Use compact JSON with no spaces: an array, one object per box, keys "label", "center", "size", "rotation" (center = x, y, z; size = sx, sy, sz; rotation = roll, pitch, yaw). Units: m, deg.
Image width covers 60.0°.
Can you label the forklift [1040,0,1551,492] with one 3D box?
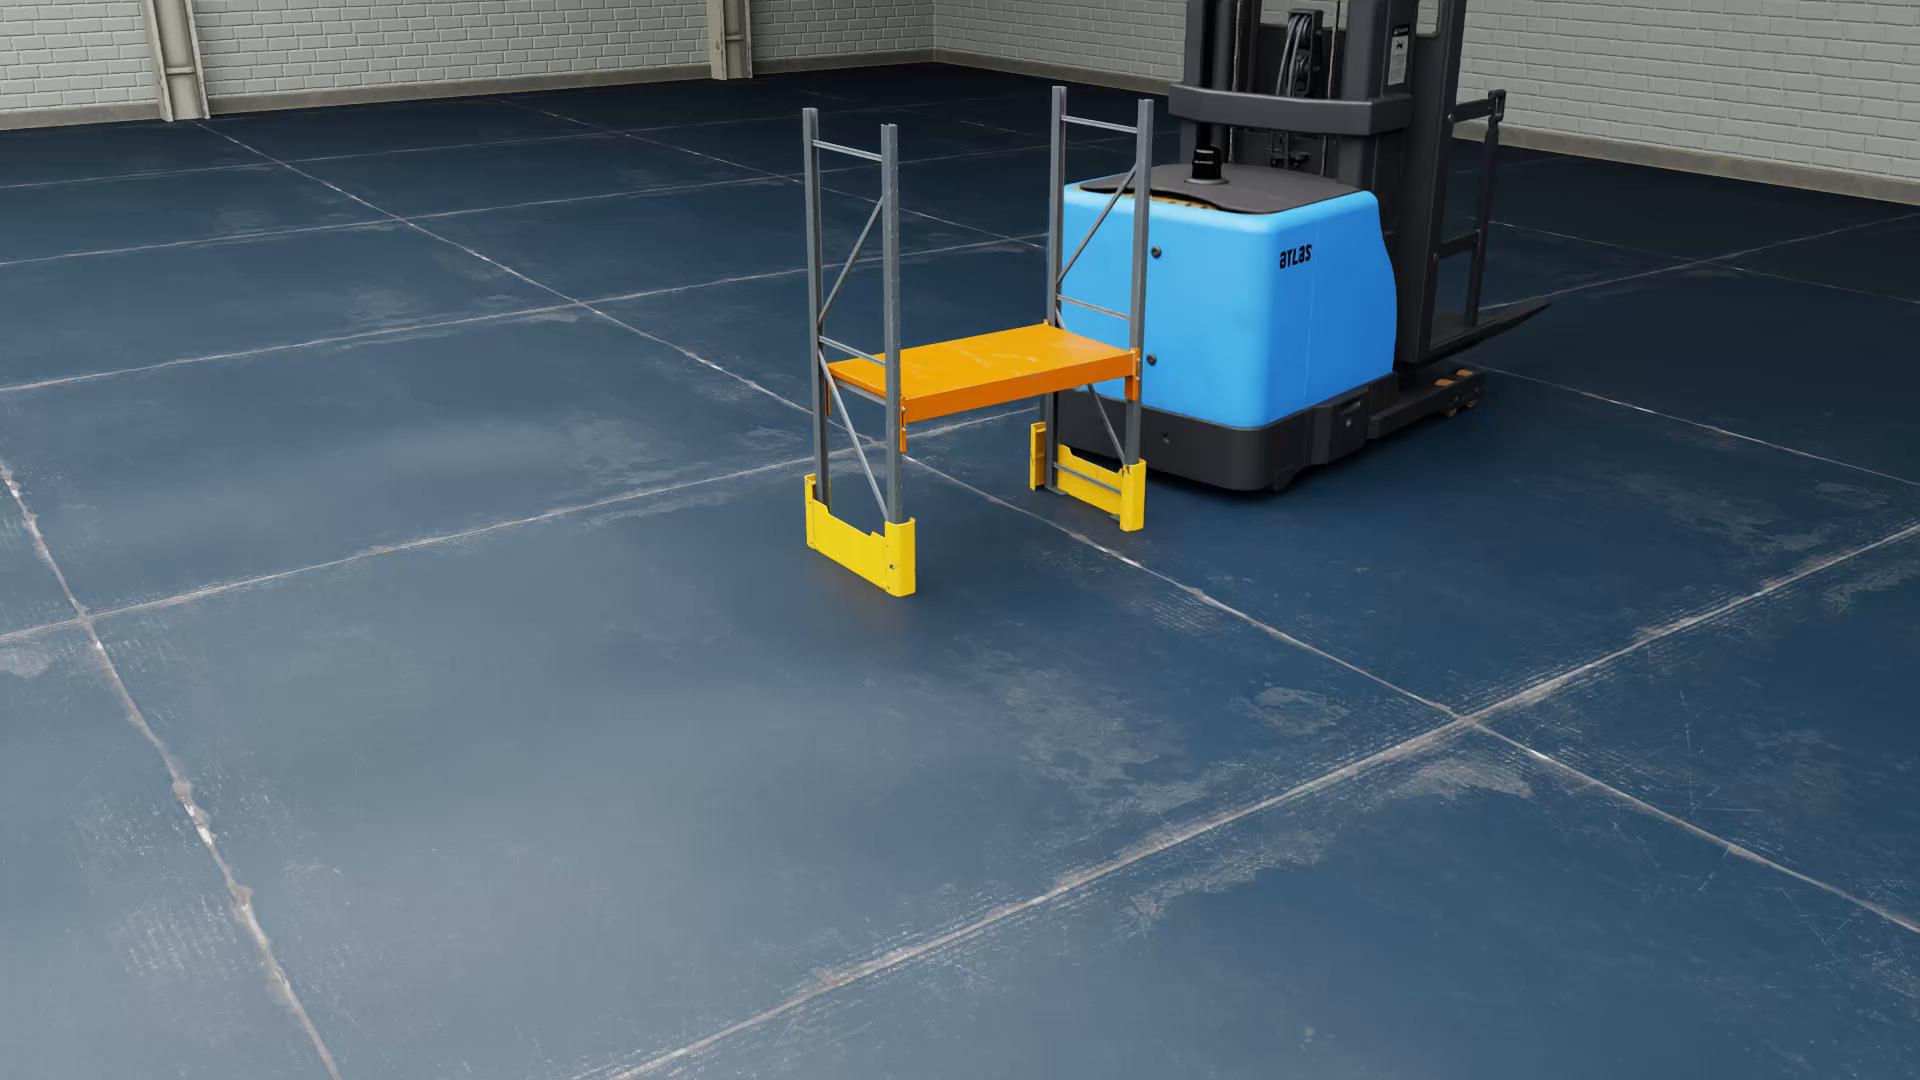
[{"label":"forklift","center":[1.682,-2.007,6.972],"size":[1.130,2.935,3.031],"rotation":[18,28,38]}]

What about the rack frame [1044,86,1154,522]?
[{"label":"rack frame","center":[0.482,-0.825,5.940],"size":[0.032,1.500,0.500],"rotation":[-15,26,-33]}]

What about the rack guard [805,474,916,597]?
[{"label":"rack guard","center":[-0.342,-0.025,5.621],"size":[0.087,0.250,0.587],"rotation":[-15,26,-33]}]

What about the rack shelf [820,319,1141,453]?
[{"label":"rack shelf","center":[0.069,-0.548,5.731],"size":[1.000,0.185,0.538],"rotation":[-15,26,-33]}]

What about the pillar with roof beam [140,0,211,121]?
[{"label":"pillar with roof beam","center":[-5.024,-6.992,11.276],"size":[0.400,9.000,9.100],"rotation":[-15,26,-33]}]

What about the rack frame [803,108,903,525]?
[{"label":"rack frame","center":[-0.343,-0.605,5.389],"size":[0.032,1.500,0.500],"rotation":[-15,26,-33]}]

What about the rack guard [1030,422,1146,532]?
[{"label":"rack guard","center":[0.466,-0.240,6.162],"size":[0.087,0.250,0.587],"rotation":[-15,26,-33]}]

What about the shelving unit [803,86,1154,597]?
[{"label":"shelving unit","center":[0.062,-0.713,5.660],"size":[1.083,1.500,0.587],"rotation":[-15,26,-33]}]

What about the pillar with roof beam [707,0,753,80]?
[{"label":"pillar with roof beam","center":[-0.154,-8.290,14.530],"size":[0.400,9.000,9.100],"rotation":[-15,26,-33]}]
